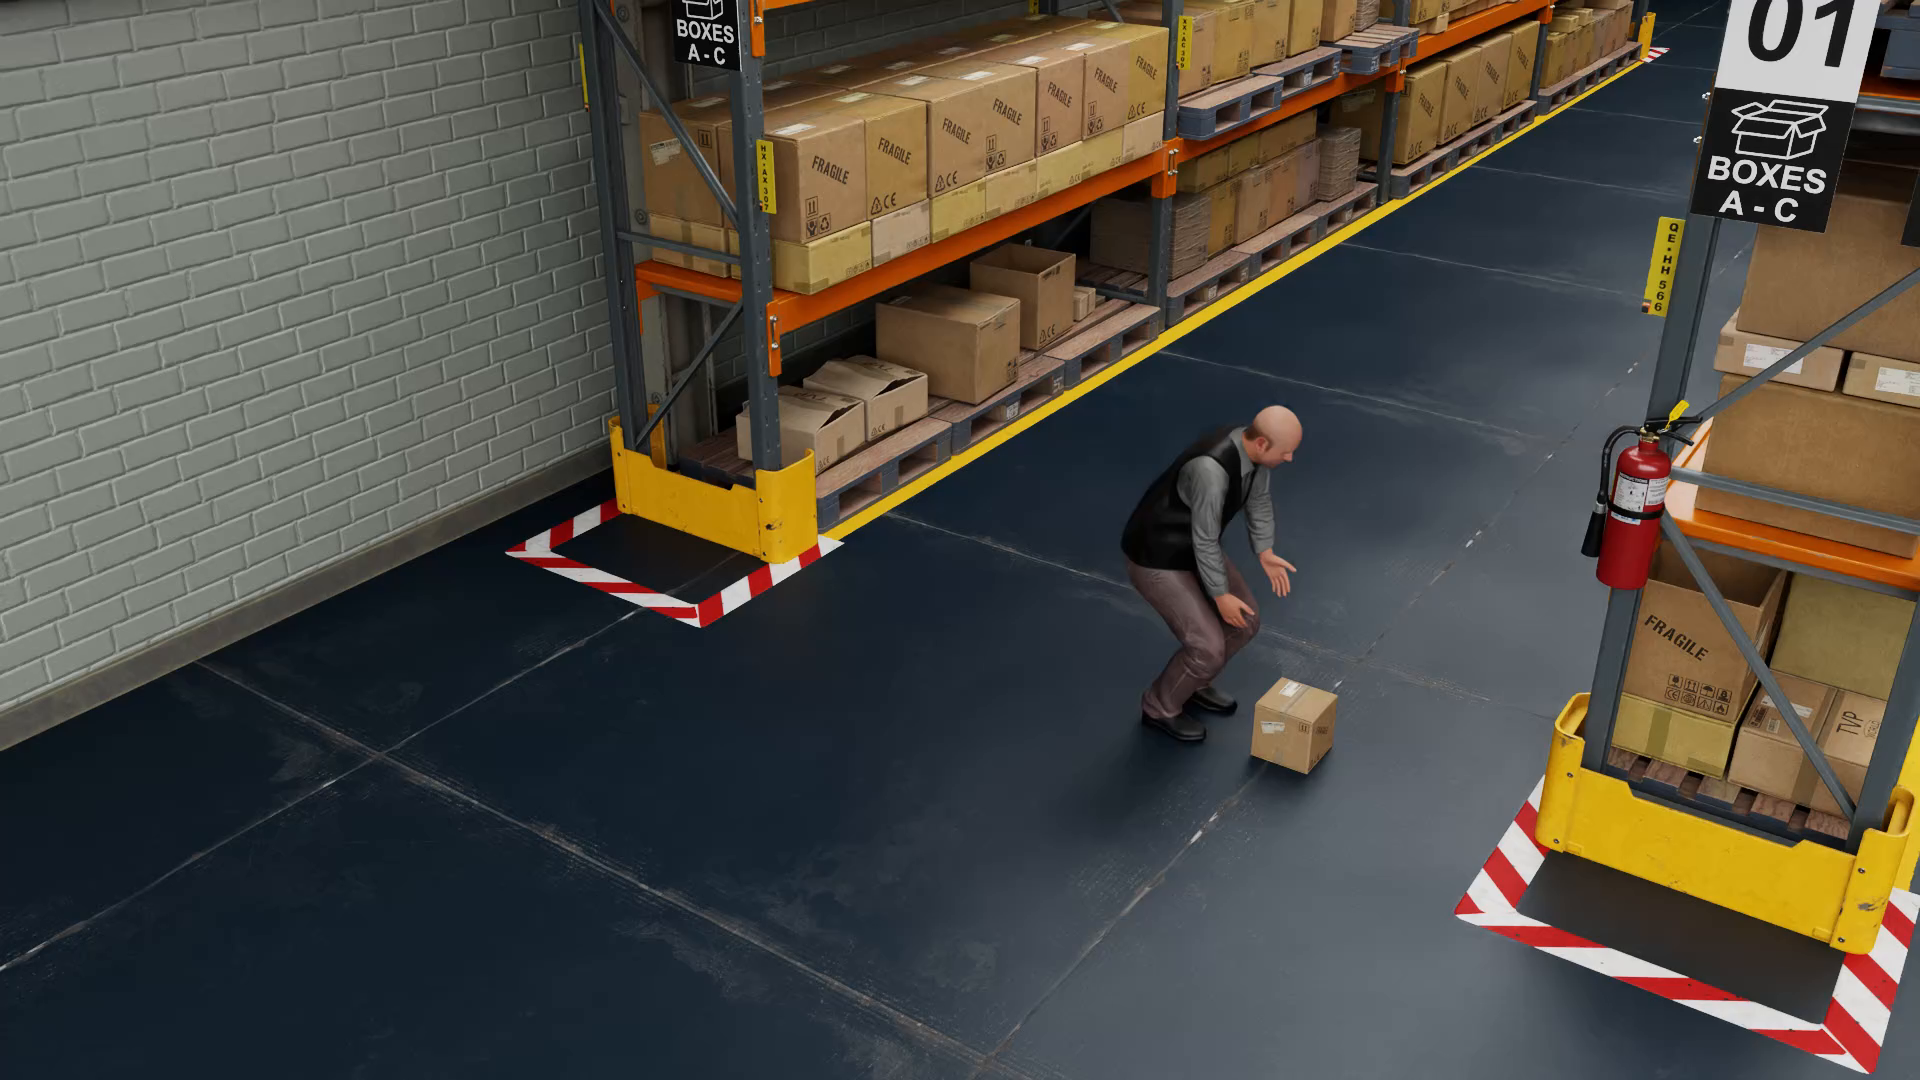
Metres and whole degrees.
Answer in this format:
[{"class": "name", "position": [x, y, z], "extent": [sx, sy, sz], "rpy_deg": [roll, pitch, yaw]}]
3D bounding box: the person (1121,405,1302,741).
[{"class": "person", "position": [1.015, 0.098, 6.771], "extent": [0.668, 1.440, 0.590], "rpy_deg": [17, 32, 31]}]
